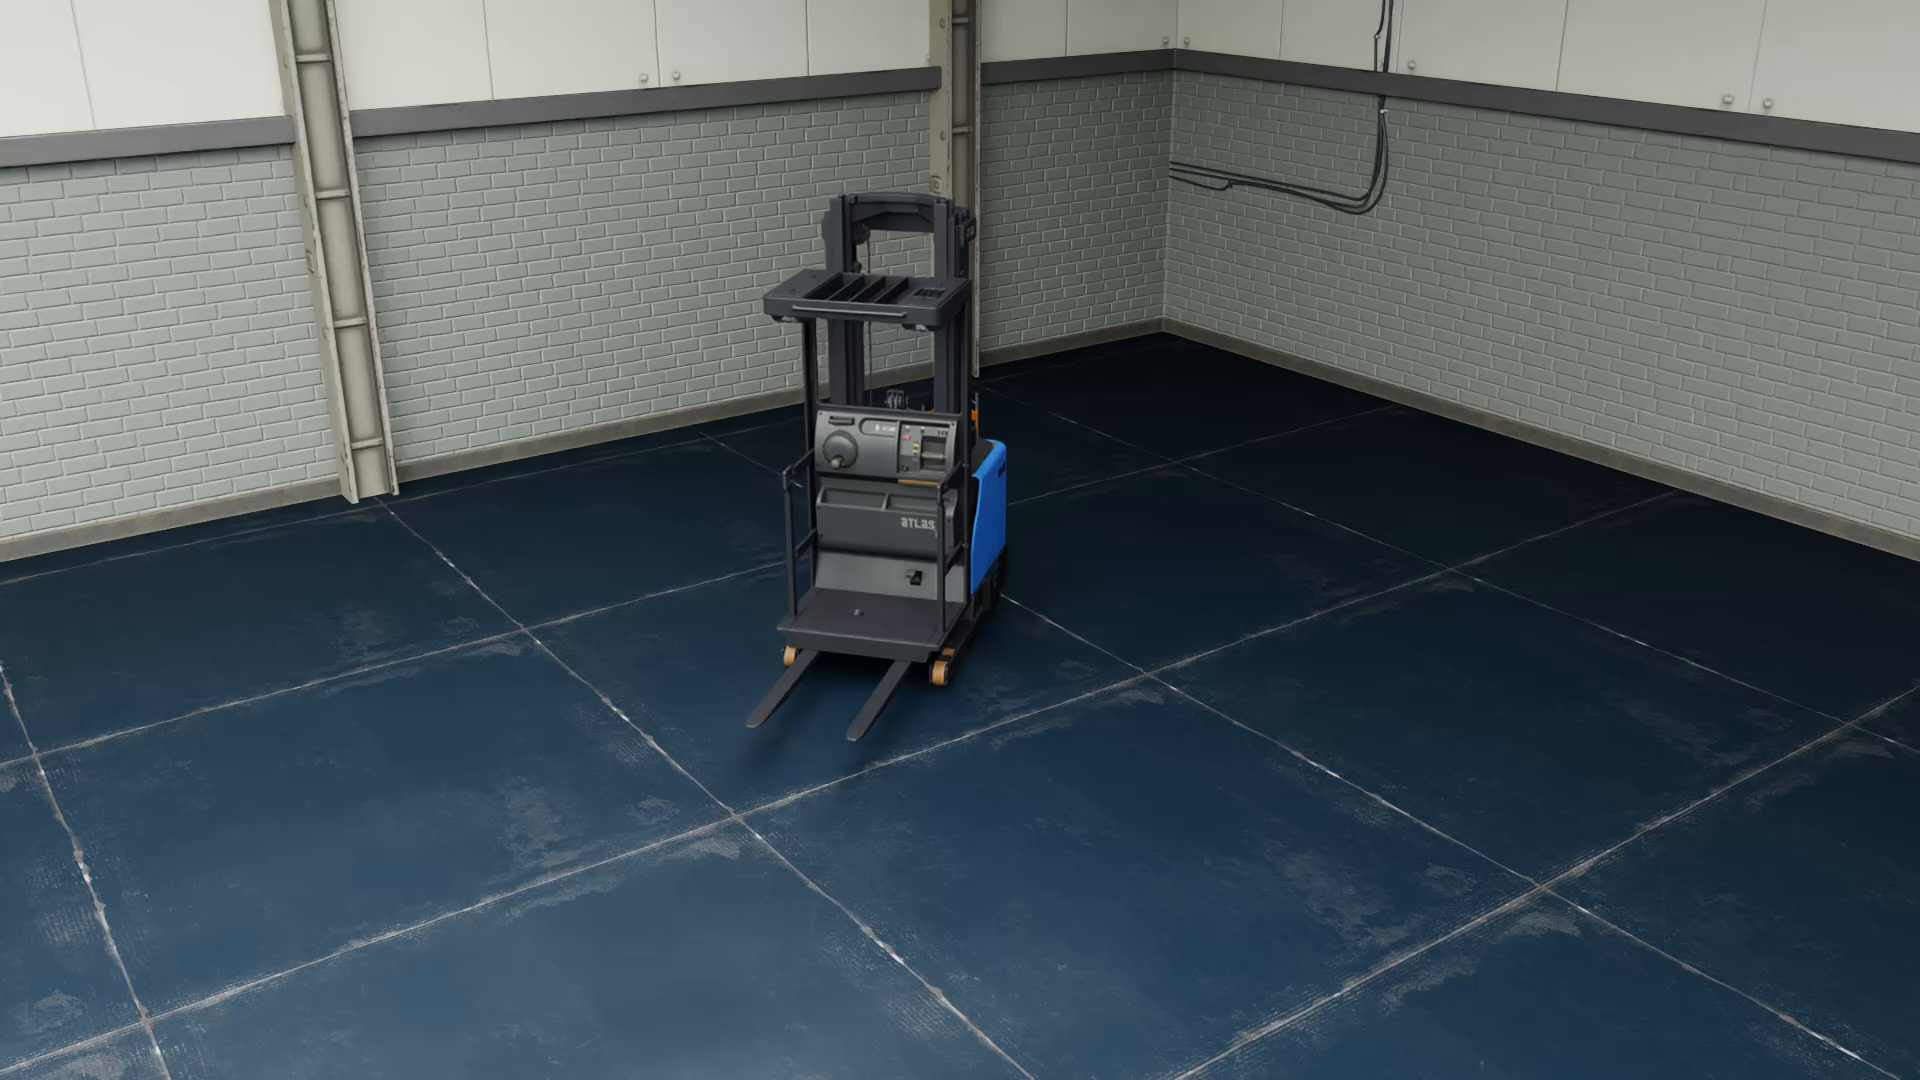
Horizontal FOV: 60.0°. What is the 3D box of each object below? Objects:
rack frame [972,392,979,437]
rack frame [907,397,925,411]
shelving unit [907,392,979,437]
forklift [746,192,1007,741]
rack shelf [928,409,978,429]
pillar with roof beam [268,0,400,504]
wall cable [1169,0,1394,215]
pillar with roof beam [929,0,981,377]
[{"bbox_3d":[0.064,-0.574,12.717,0.015,1.200,0.240,-15,26,-33],"label":"rack frame"},{"bbox_3d":[-0.332,-0.469,12.452,0.015,1.200,0.240,-15,26,-33],"label":"rack frame"},{"bbox_3d":[-0.134,-0.521,12.584,0.503,1.200,0.258,-15,26,-33],"label":"shelving unit"},{"bbox_3d":[-0.527,-0.590,10.420,1.130,2.935,3.031,6,22,14],"label":"forklift"},{"bbox_3d":[-0.134,-0.886,12.439,0.480,0.148,0.258,-15,26,-33],"label":"rack shelf"},{"bbox_3d":[-2.402,-3.271,8.952,0.400,9.000,9.100,-15,26,-33],"label":"pillar with roof beam"},{"bbox_3d":[3.117,-4.663,16.629,0.112,2.526,3.097,-15,26,-33],"label":"wall cable"},{"bbox_3d":[2.468,-4.570,12.207,0.400,9.000,9.100,-15,26,-33],"label":"pillar with roof beam"}]
